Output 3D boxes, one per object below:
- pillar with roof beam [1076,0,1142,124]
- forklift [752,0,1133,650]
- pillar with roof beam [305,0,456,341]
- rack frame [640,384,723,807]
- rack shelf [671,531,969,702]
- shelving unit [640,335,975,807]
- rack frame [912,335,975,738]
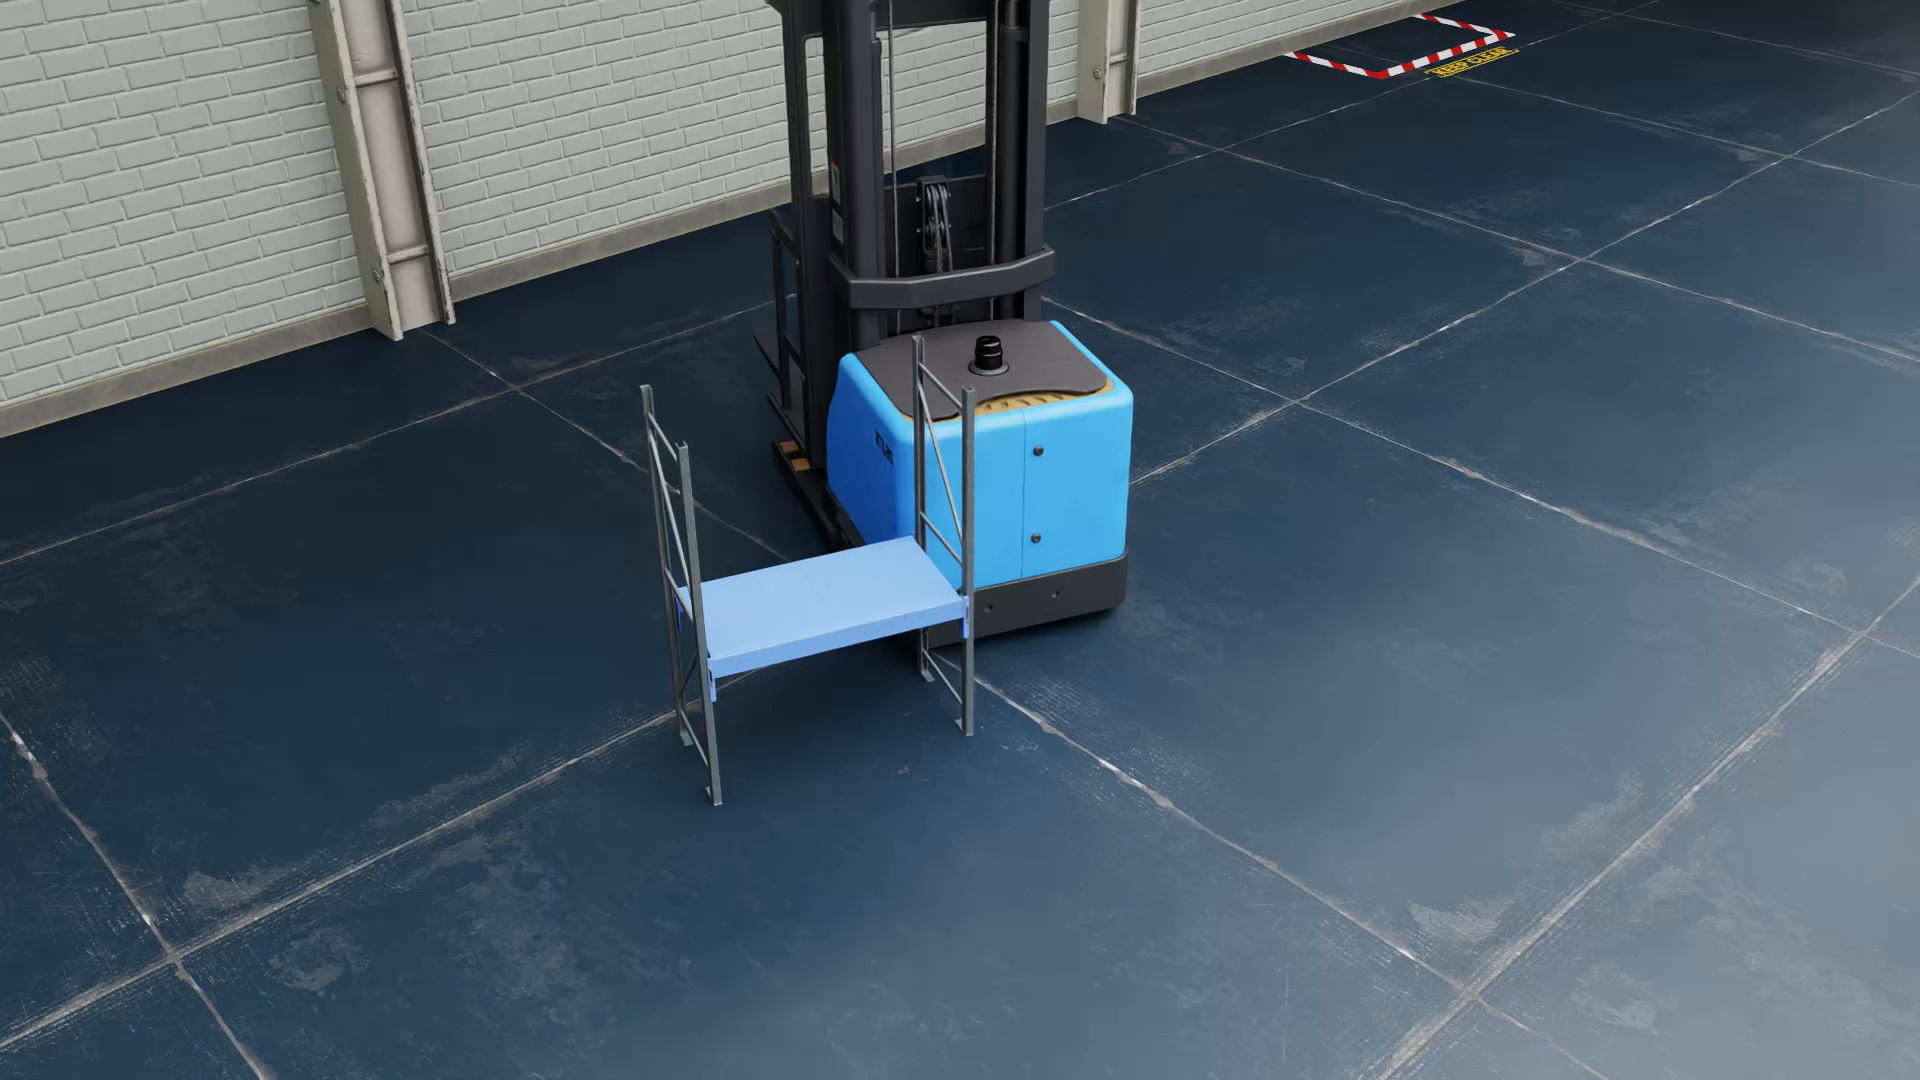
[{"bbox_3d":[4.092,-5.602,8.286,0.400,9.000,9.100,-26,40,-35],"label":"pillar with roof beam"},{"bbox_3d":[-0.288,-1.554,7.482,1.130,2.935,3.031,-11,33,-18],"label":"forklift"},{"bbox_3d":[-0.308,-3.474,4.806,0.400,9.000,9.100,-26,40,-35],"label":"pillar with roof beam"},{"bbox_3d":[-0.993,0.223,5.948,0.032,1.500,0.500,-13,34,-20],"label":"rack frame"},{"bbox_3d":[-0.527,0.270,6.216,1.000,0.185,0.538,-13,34,-20],"label":"rack shelf"},{"bbox_3d":[-0.527,0.116,6.123,1.048,1.500,0.538,-13,34,-20],"label":"shelving unit"},{"bbox_3d":[-0.062,0.009,6.297,0.032,1.500,0.500,-13,34,-20],"label":"rack frame"}]
